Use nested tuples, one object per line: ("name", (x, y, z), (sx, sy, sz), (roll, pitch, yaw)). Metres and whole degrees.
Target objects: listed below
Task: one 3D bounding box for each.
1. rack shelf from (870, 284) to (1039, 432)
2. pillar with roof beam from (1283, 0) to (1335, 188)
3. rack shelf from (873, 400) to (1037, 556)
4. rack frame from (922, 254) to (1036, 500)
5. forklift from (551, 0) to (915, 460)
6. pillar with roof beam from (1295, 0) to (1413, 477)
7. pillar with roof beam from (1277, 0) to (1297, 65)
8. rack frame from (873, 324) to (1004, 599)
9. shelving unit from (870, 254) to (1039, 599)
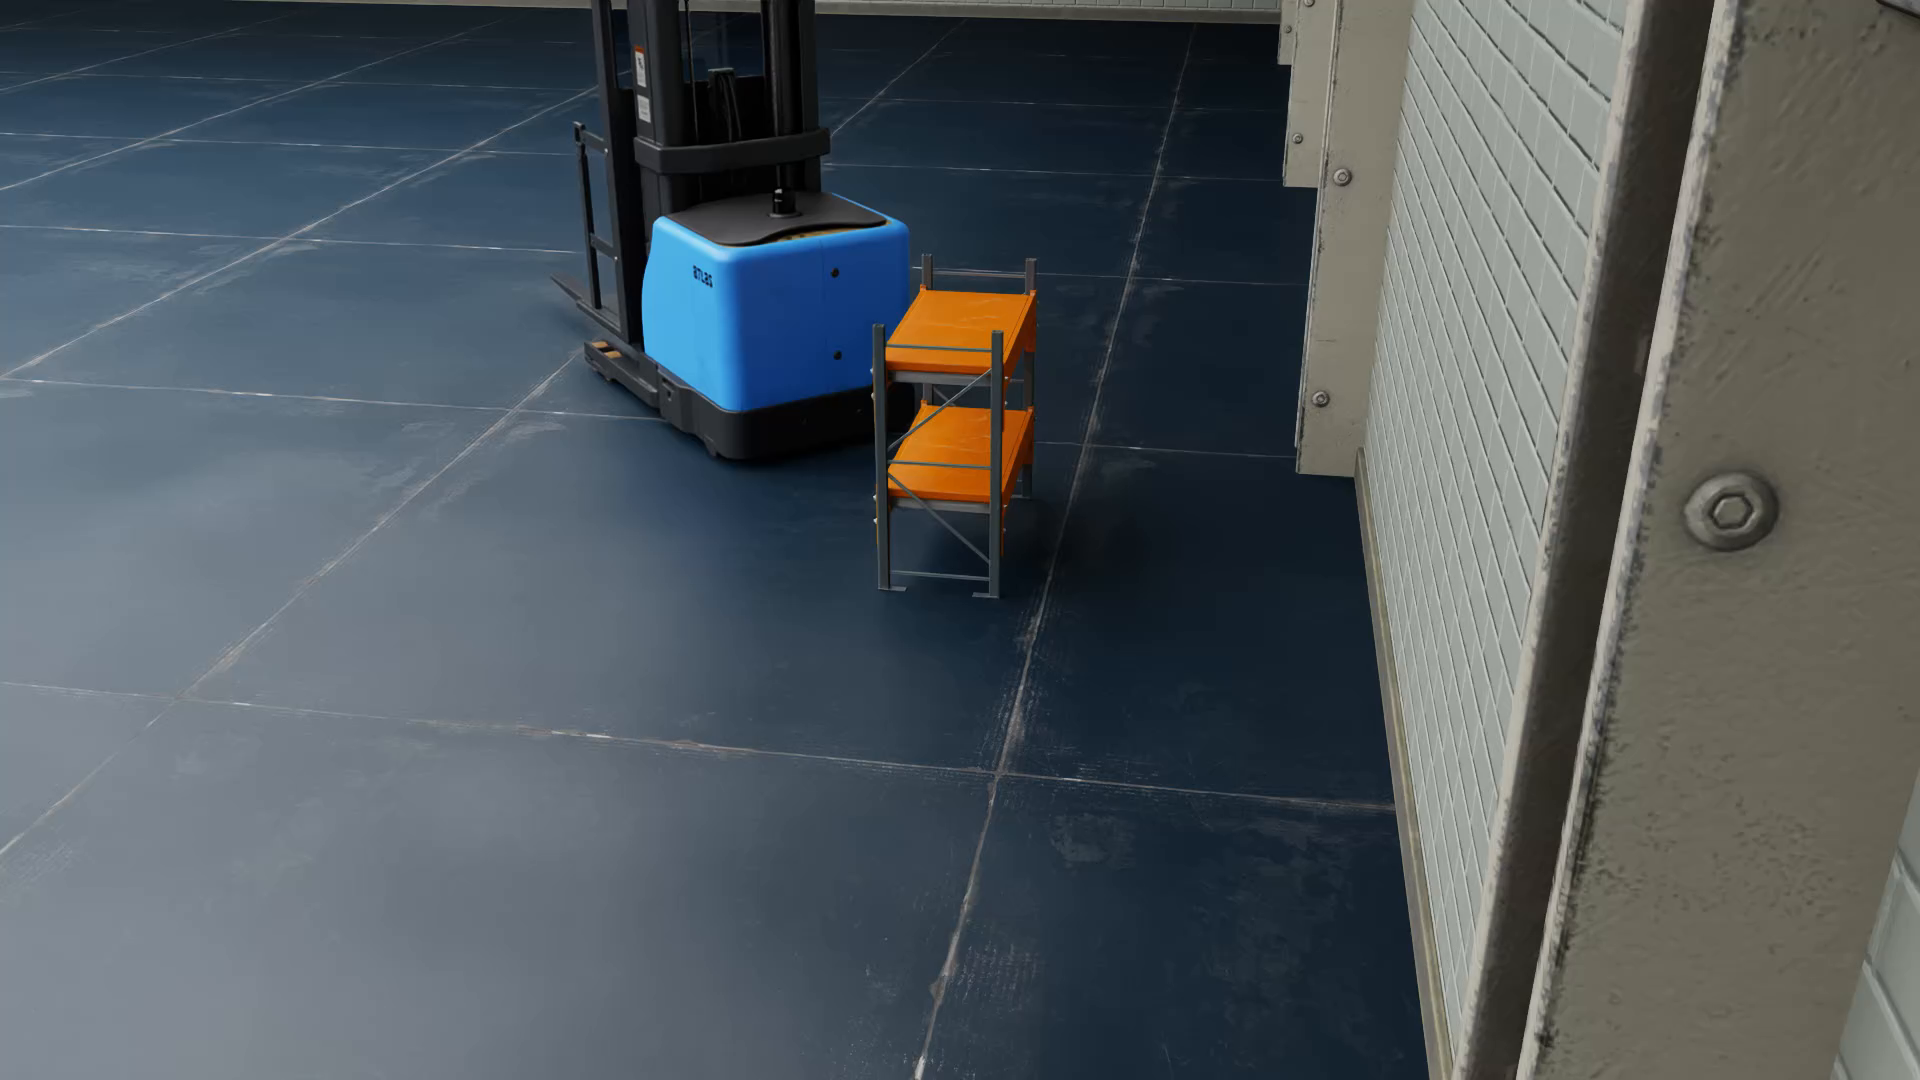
("rack shelf", (-0.001, -0.772, 6.881), (0.538, 0.278, 1.000), (4, 25, 9))
("pillar with roof beam", (-1.479, -7.274, 12.175), (9.100, 9.000, 0.400), (4, 25, 9))
("rack shelf", (-0.001, -0.285, 7.109), (0.538, 0.278, 1.000), (4, 25, 9))
("rack frame", (0.082, -0.719, 7.460), (0.500, 1.125, 0.032), (4, 25, 9))
("forklift", (-1.431, -2.289, 8.682), (1.130, 2.935, 3.031), (-15, 29, -29))
("pillar with roof beam", (-2.460, -4.764, 6.814), (9.100, 9.000, 0.400), (4, 25, 9))
("pillar with roof beam", (-0.499, -9.783, 17.536), (9.100, 9.000, 0.400), (4, 25, 9))
("rack frame", (-0.084, -0.294, 6.551), (0.500, 1.125, 0.032), (4, 25, 9))
("shelving unit", (-0.001, -0.507, 7.005), (0.538, 1.125, 1.048), (4, 25, 9))
